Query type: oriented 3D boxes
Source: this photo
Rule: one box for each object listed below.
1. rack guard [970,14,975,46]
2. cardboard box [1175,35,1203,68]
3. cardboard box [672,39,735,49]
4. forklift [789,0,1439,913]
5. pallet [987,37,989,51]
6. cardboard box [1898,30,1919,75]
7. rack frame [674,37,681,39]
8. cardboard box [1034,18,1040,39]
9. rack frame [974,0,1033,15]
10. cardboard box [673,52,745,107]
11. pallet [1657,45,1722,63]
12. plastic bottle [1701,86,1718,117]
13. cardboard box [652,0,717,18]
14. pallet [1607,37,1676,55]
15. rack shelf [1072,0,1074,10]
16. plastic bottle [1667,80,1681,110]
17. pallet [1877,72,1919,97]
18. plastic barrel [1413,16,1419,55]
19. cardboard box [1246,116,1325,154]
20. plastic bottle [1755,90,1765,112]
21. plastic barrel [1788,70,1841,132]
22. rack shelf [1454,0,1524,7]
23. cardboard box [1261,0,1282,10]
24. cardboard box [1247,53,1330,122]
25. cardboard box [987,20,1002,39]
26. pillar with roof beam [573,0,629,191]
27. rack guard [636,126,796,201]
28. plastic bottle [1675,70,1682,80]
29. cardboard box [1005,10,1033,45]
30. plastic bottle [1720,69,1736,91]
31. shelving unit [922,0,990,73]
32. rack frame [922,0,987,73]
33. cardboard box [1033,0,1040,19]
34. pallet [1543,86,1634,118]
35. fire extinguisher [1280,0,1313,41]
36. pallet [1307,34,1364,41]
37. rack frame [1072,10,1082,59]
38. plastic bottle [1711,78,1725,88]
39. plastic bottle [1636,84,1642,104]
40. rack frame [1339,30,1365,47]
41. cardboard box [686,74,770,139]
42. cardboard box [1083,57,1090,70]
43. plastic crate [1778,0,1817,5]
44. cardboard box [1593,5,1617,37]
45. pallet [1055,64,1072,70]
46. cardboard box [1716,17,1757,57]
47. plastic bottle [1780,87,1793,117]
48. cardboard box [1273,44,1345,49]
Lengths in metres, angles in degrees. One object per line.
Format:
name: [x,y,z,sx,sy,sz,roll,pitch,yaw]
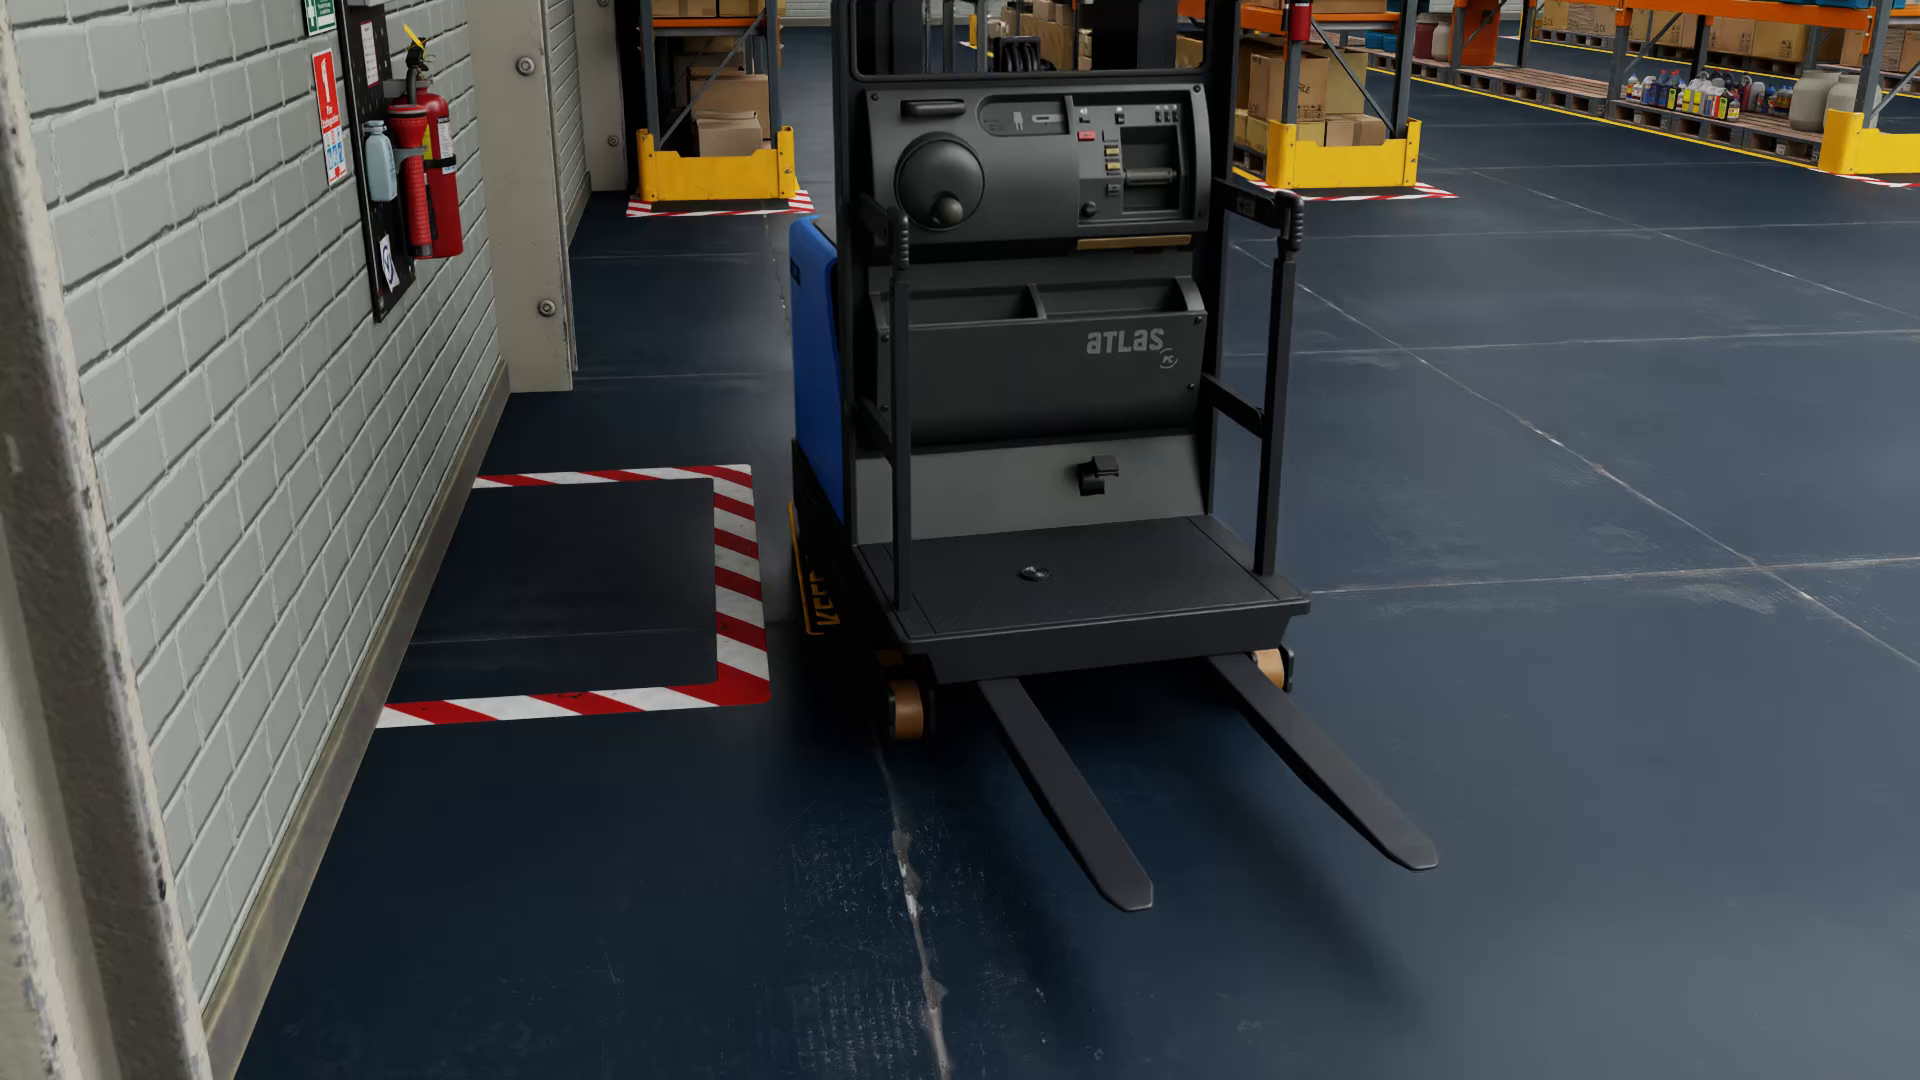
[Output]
rack guard: [0.758,-8.616,28.071,1.175,0.500,0.348,-3,21,-8]
cardboard box: [2.314,-4.569,15.921,0.500,0.500,0.500,-3,21,-8]
cardboard box: [-2.886,-5.397,18.822,0.700,0.500,0.500,-3,21,-8]
forklift: [0.269,-0.997,4.197,1.130,2.935,3.031,-5,21,-13]
pallet: [0.874,-8.205,27.382,1.003,0.211,1.213,-3,21,-8]
cardboard box: [12.001,-5.959,20.327,0.700,0.500,0.500,-1,21,-3]
rack frame: [-3.578,-8.177,23.323,1.000,3.000,0.127,-3,21,-8]
cardboard box: [1.305,-6.926,22.917,0.500,0.500,0.500,-3,21,-7]
rack frame: [0.747,-9.813,27.704,1.000,3.000,0.127,-3,21,-8]
cardboard box: [-2.547,-4.697,16.948,0.700,0.500,0.500,-2,21,-6]
pallet: [11.313,-7.357,25.113,1.003,0.211,1.213,-3,21,-8]
plastic bottle: [7.228,-4.203,15.946,0.152,0.276,0.135,-3,21,-9]
cardboard box: [-2.107,-4.114,12.629,0.500,0.250,0.500,-3,21,-7]
pallet: [11.095,-7.888,26.533,1.003,0.211,1.213,-3,21,-8]
rack shelf: [1.612,-7.399,22.268,1.077,0.370,4.000,-3,21,-8]
plastic bottle: [7.095,-4.416,16.505,0.061,0.283,0.133,-2,21,-5]
pallet: [11.987,-5.543,20.257,1.003,0.211,1.213,-3,21,-8]
plastic barrel: [6.382,-7.074,23.324,0.421,0.512,0.421,0,20,0]
cardboard box: [2.684,-3.353,13.736,0.500,0.250,0.500,-3,21,-8]
plastic bottle: [7.895,-4.320,16.365,0.097,0.201,0.097,0,20,0]
plastic barrel: [7.713,-3.951,14.963,0.421,0.512,0.421,0,20,0]
rack shelf: [6.514,-7.648,22.933,1.077,0.370,4.000,-3,21,-8]
cardboard box: [2.918,-4.664,13.775,0.700,0.500,0.500,-2,21,-6]
cardboard box: [2.682,-3.704,13.605,0.500,0.500,0.500,-3,21,-8]
cardboard box: [0.689,-8.183,26.638,0.500,0.250,0.500,-3,21,-8]
pillar with roof beam: [1.455,-7.249,12.263,9.100,9.000,0.400,-3,21,-8]
rack guard: [-1.859,-2.878,12.707,1.175,0.500,0.348,-3,21,-8]
plastic bottle: [7.227,-4.579,16.847,0.144,0.351,0.185,-3,21,-8]
cardboard box: [0.961,-7.647,24.846,0.500,0.500,0.500,-3,21,-8]
plastic bottle: [7.785,-4.597,16.896,0.144,0.351,0.185,-4,21,-10]
shelving unit: [-0.166,-1.210,5.954,0.431,2.100,0.503,-5,21,-13]
rack frame: [-0.107,-1.127,5.732,0.400,2.100,0.015,-5,21,-13]
cardboard box: [1.296,-7.289,22.816,0.500,0.250,0.500,-3,21,-8]
pallet: [7.227,-4.871,18.456,1.003,0.211,1.213,-3,21,-8]
fire extinguisher: [2.611,-4.173,12.713,0.296,0.674,0.183,-3,21,-8]
pallet: [5.902,-8.047,26.959,1.003,0.211,1.213,-3,21,-8]
rack frame: [1.900,-7.044,20.288,1.000,3.000,0.127,-3,21,-8]
plastic bottle: [7.642,-4.546,16.865,0.152,0.276,0.135,-3,21,-8]
plastic bottle: [7.021,-4.600,17.115,0.097,0.201,0.097,0,20,0]
rack frame: [6.226,-8.677,24.661,1.000,3.000,0.127,-3,21,-8]
cardboard box: [-1.997,-3.756,14.428,0.700,0.500,0.500,-4,21,-11]
cardboard box: [1.759,-5.582,19.704,0.500,0.250,0.500,-3,21,-9]
plastic crate: [7.499,-4.836,14.589,0.499,0.251,0.408,-3,21,-8]
cardboard box: [10.981,-8.672,27.085,0.875,0.875,0.875,-3,21,-8]
pallet: [1.830,-5.998,21.473,1.003,0.211,1.213,-3,21,-8]
cardboard box: [11.504,-7.292,23.390,1.225,0.875,0.875,-3,21,-8]
plastic bottle: [7.953,-4.212,15.978,0.097,0.271,0.097,0,20,0]
cardboard box: [3.038,-4.076,14.600,0.500,0.500,0.500,-3,21,-8]
